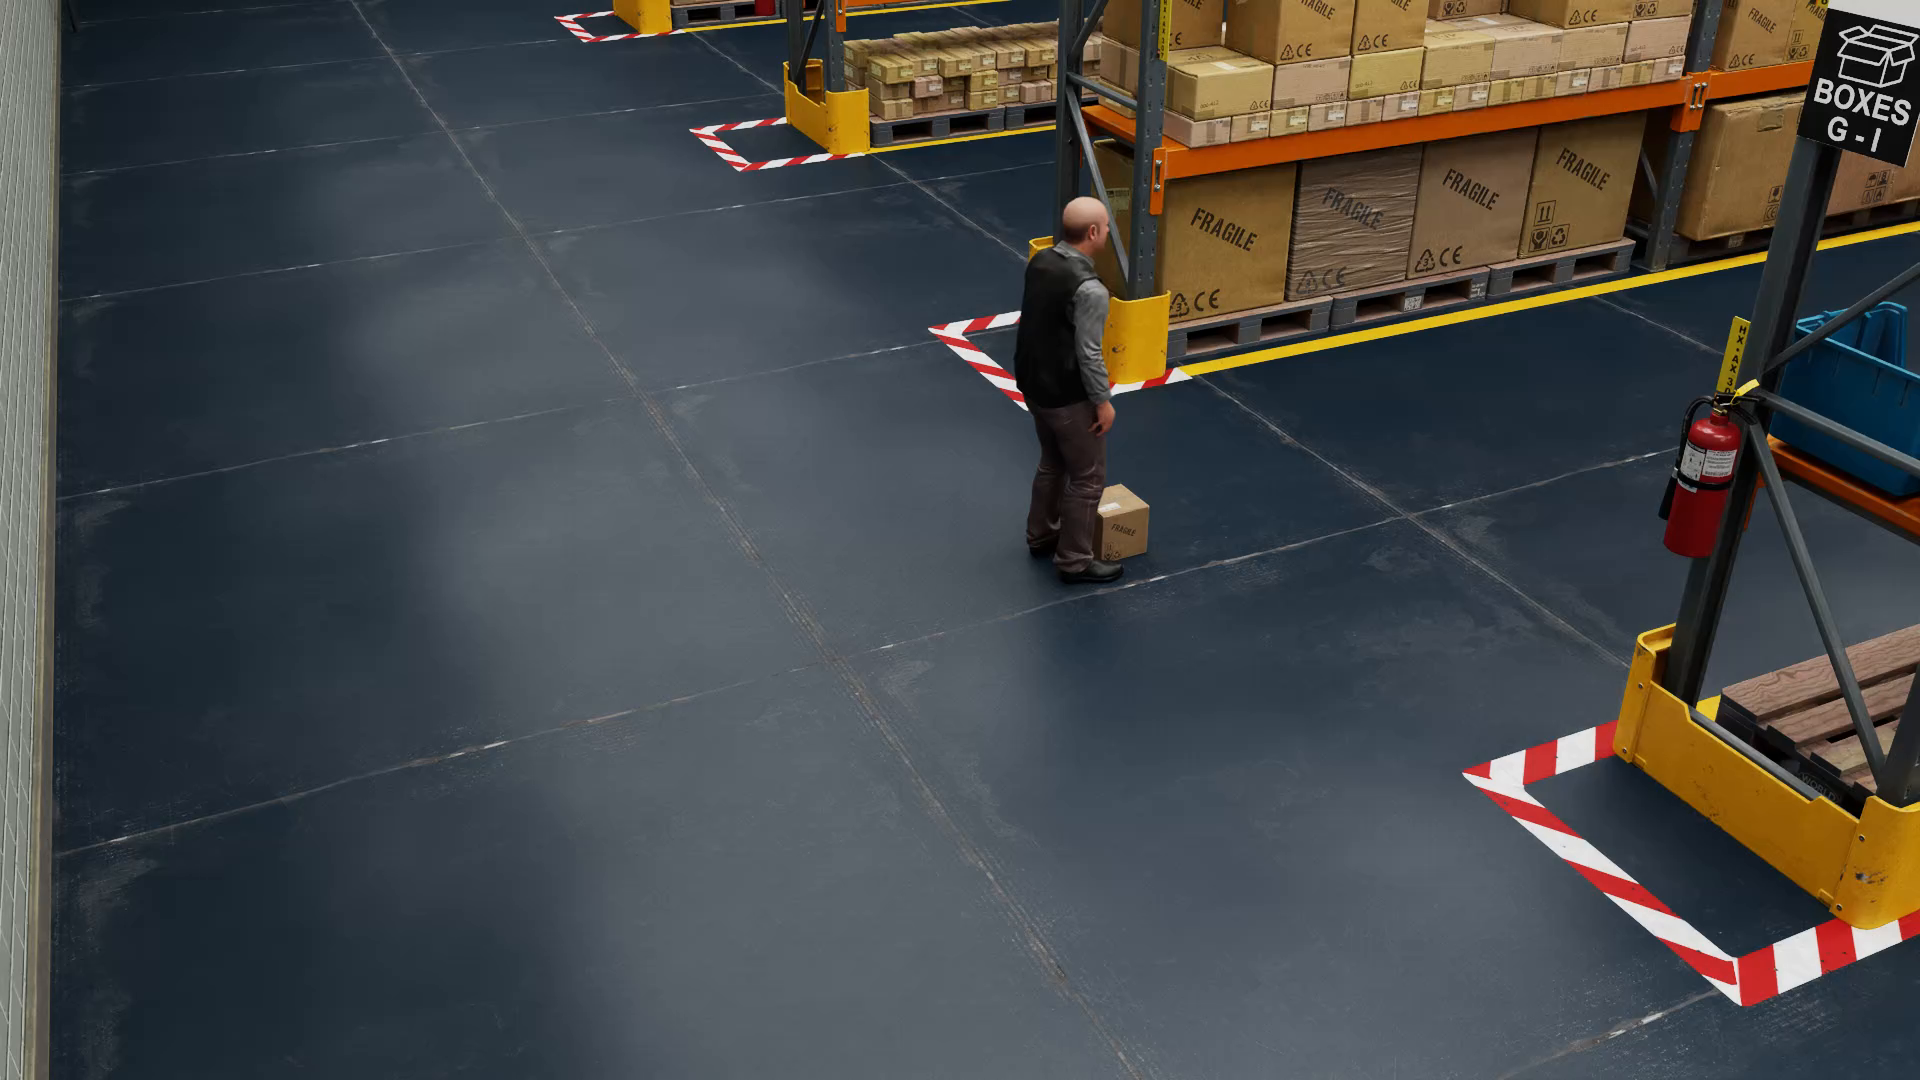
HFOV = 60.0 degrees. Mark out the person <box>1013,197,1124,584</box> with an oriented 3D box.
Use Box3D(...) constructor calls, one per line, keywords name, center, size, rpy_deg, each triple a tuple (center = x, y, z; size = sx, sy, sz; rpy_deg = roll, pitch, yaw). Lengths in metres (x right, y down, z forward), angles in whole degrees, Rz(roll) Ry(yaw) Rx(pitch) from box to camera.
Box3D(name="person", center=(0.462, -0.653, 7.319), size=(0.420, 1.721, 0.581), rpy_deg=(-13, 32, -22))
